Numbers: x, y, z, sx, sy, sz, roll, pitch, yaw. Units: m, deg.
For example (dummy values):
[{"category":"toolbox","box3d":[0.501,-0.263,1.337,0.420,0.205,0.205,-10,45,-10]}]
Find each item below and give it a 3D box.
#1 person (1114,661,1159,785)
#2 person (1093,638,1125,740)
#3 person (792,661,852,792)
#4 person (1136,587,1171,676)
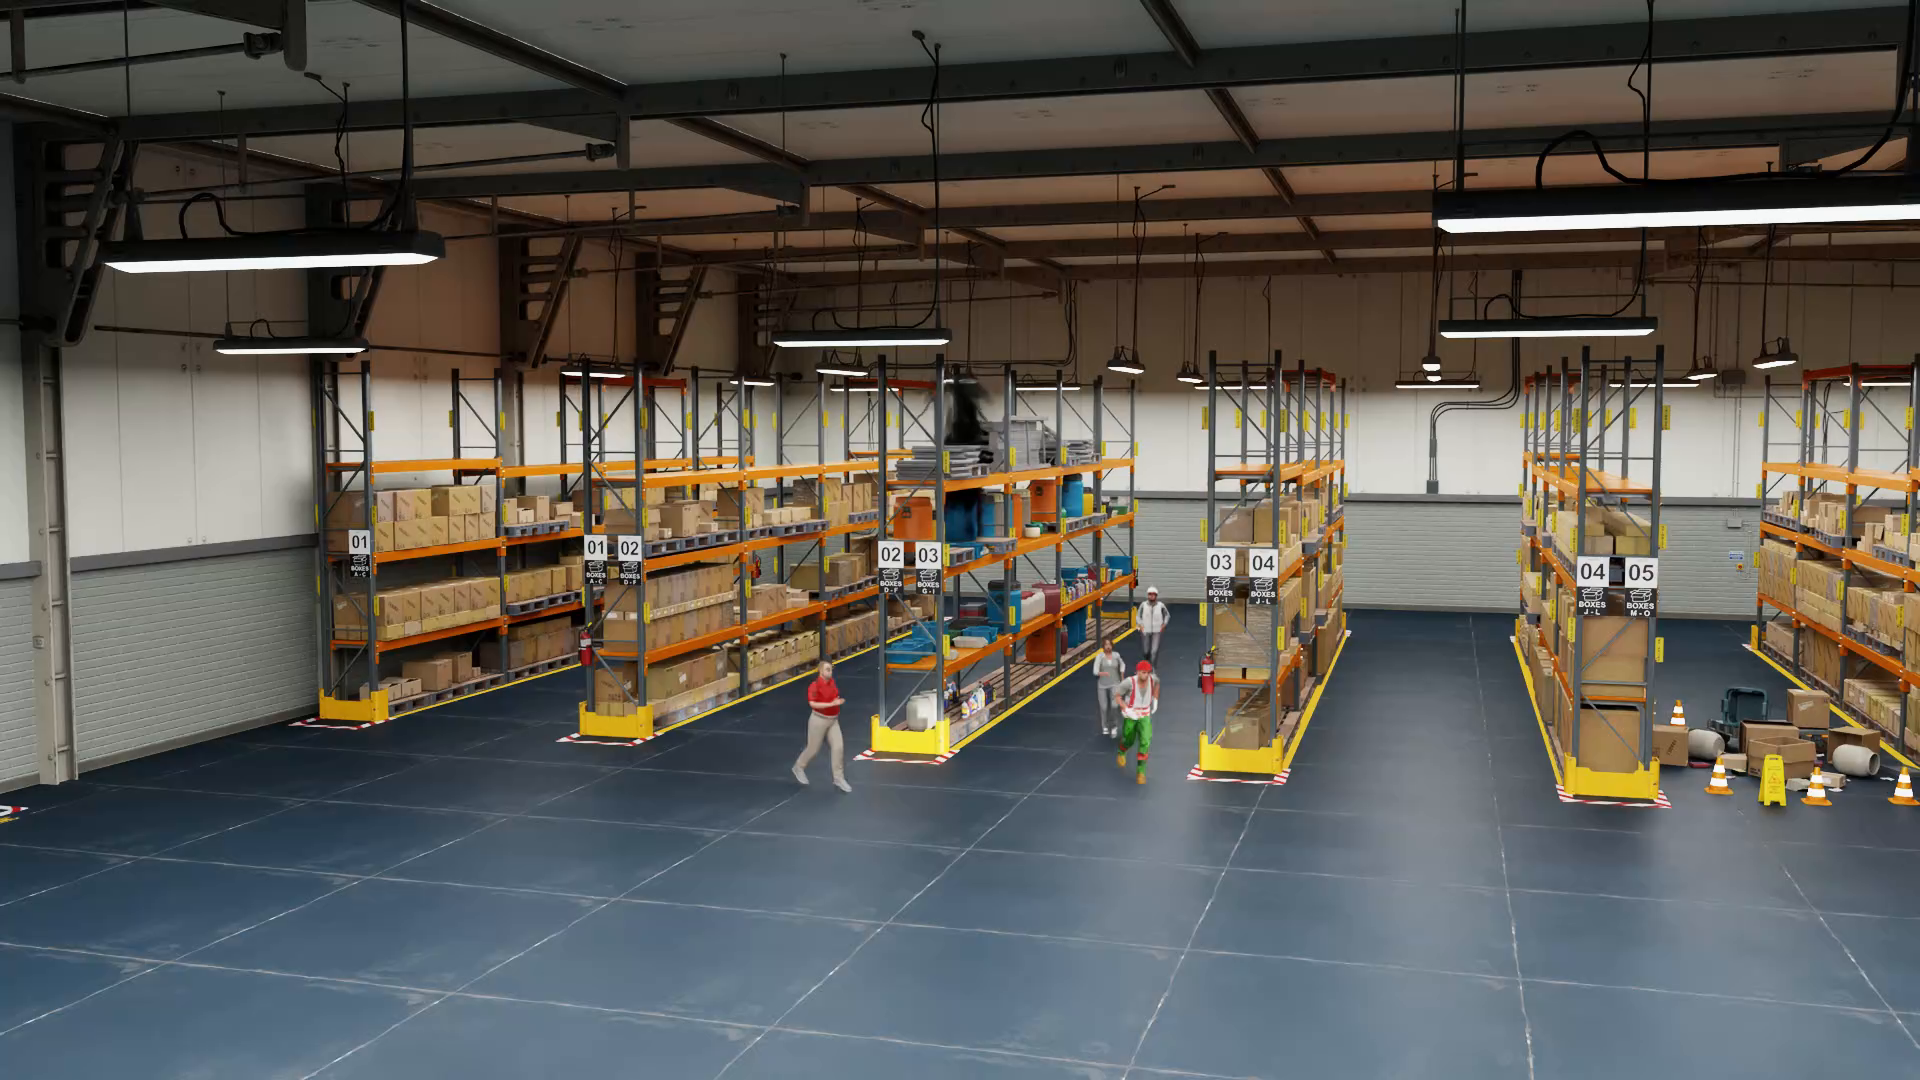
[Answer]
[{"category":"person","box3d":[2.445,2.501,23.336,0.692,1.729,1.055,-1,4,-19]},{"category":"person","box3d":[2.346,2.336,26.149,0.509,1.600,0.667,0,4,4]},{"category":"person","box3d":[-1.873,2.505,22.585,0.959,1.746,0.649,3,5,38]},{"category":"person","box3d":[3.814,1.796,32.830,0.682,1.752,0.605,1,4,9]}]
